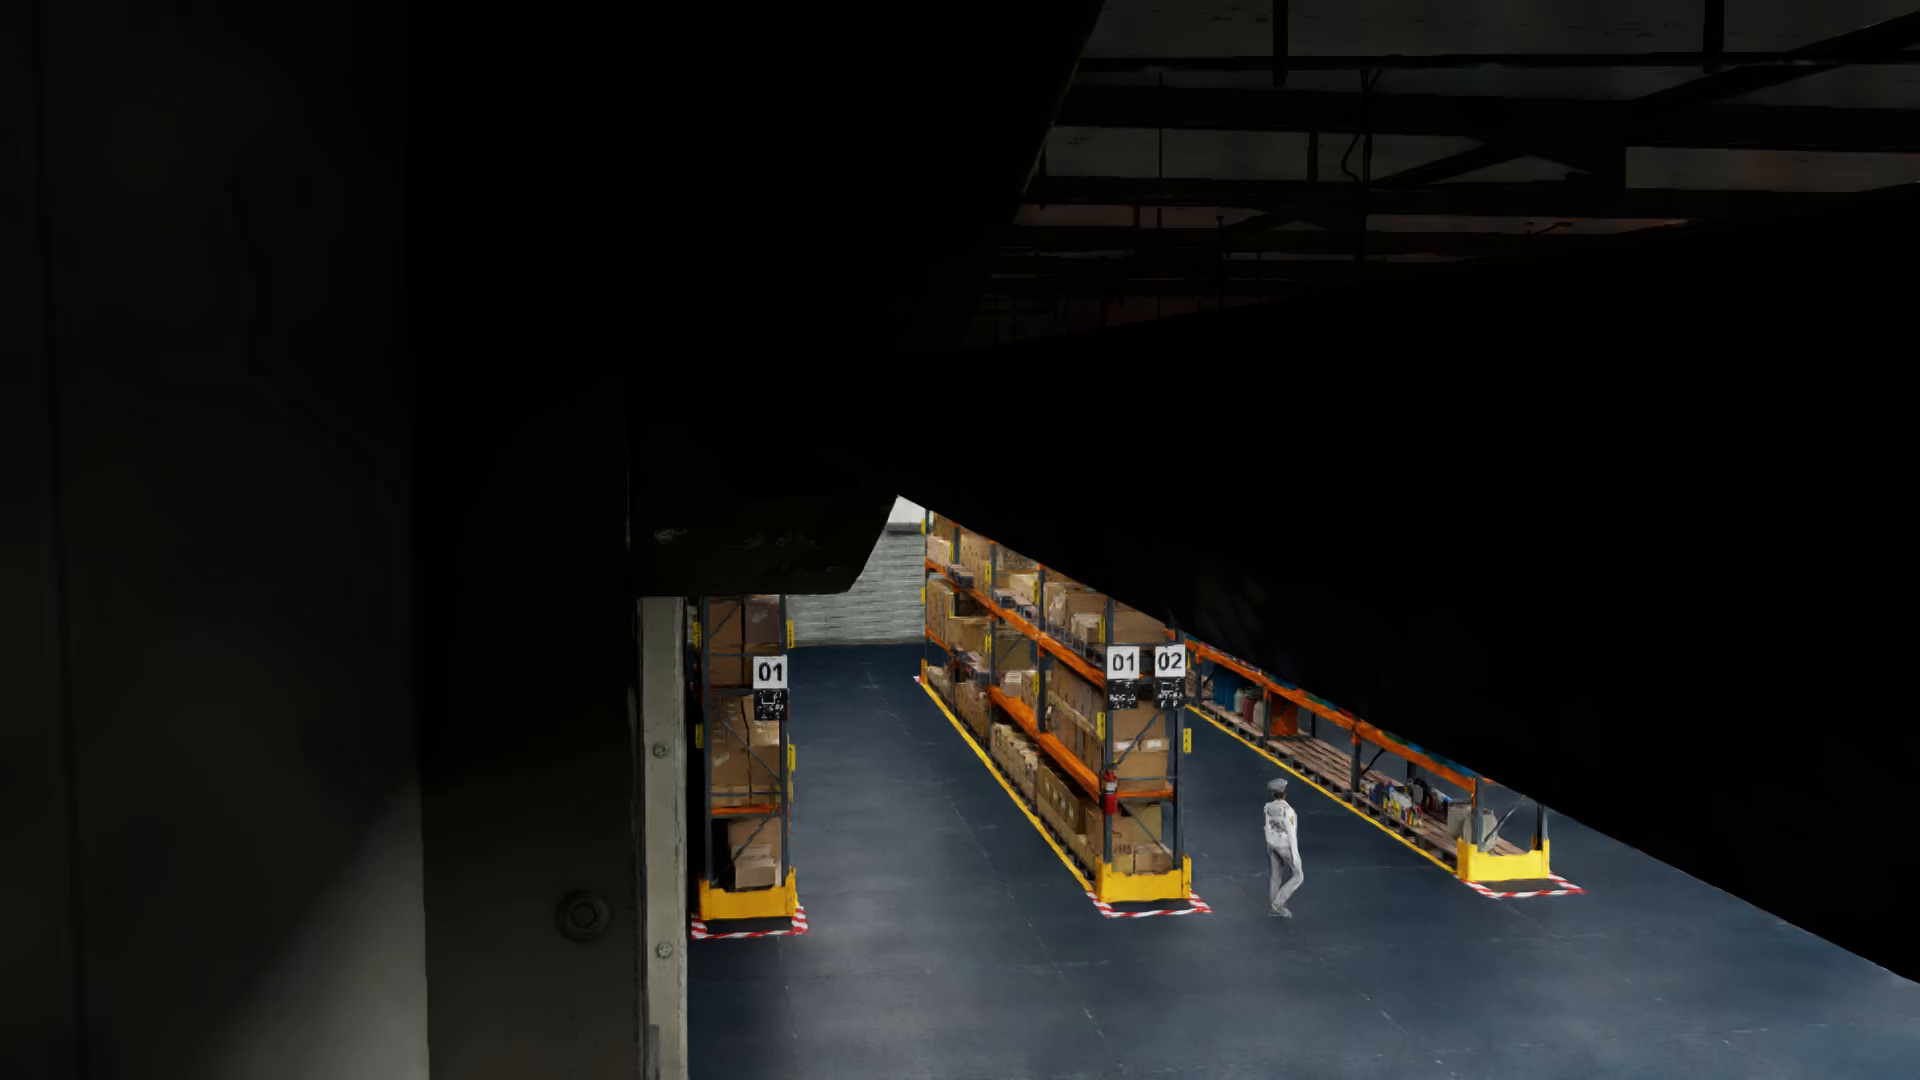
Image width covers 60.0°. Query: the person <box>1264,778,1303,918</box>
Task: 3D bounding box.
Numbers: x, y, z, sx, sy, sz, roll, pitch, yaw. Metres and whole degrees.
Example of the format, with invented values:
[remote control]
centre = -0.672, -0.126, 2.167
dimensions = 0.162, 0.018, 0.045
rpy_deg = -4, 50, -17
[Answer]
[person]
centre = 3.866, 3.729, 20.064
dimensions = 0.402, 1.675, 0.516
rpy_deg = -4, 6, -36
